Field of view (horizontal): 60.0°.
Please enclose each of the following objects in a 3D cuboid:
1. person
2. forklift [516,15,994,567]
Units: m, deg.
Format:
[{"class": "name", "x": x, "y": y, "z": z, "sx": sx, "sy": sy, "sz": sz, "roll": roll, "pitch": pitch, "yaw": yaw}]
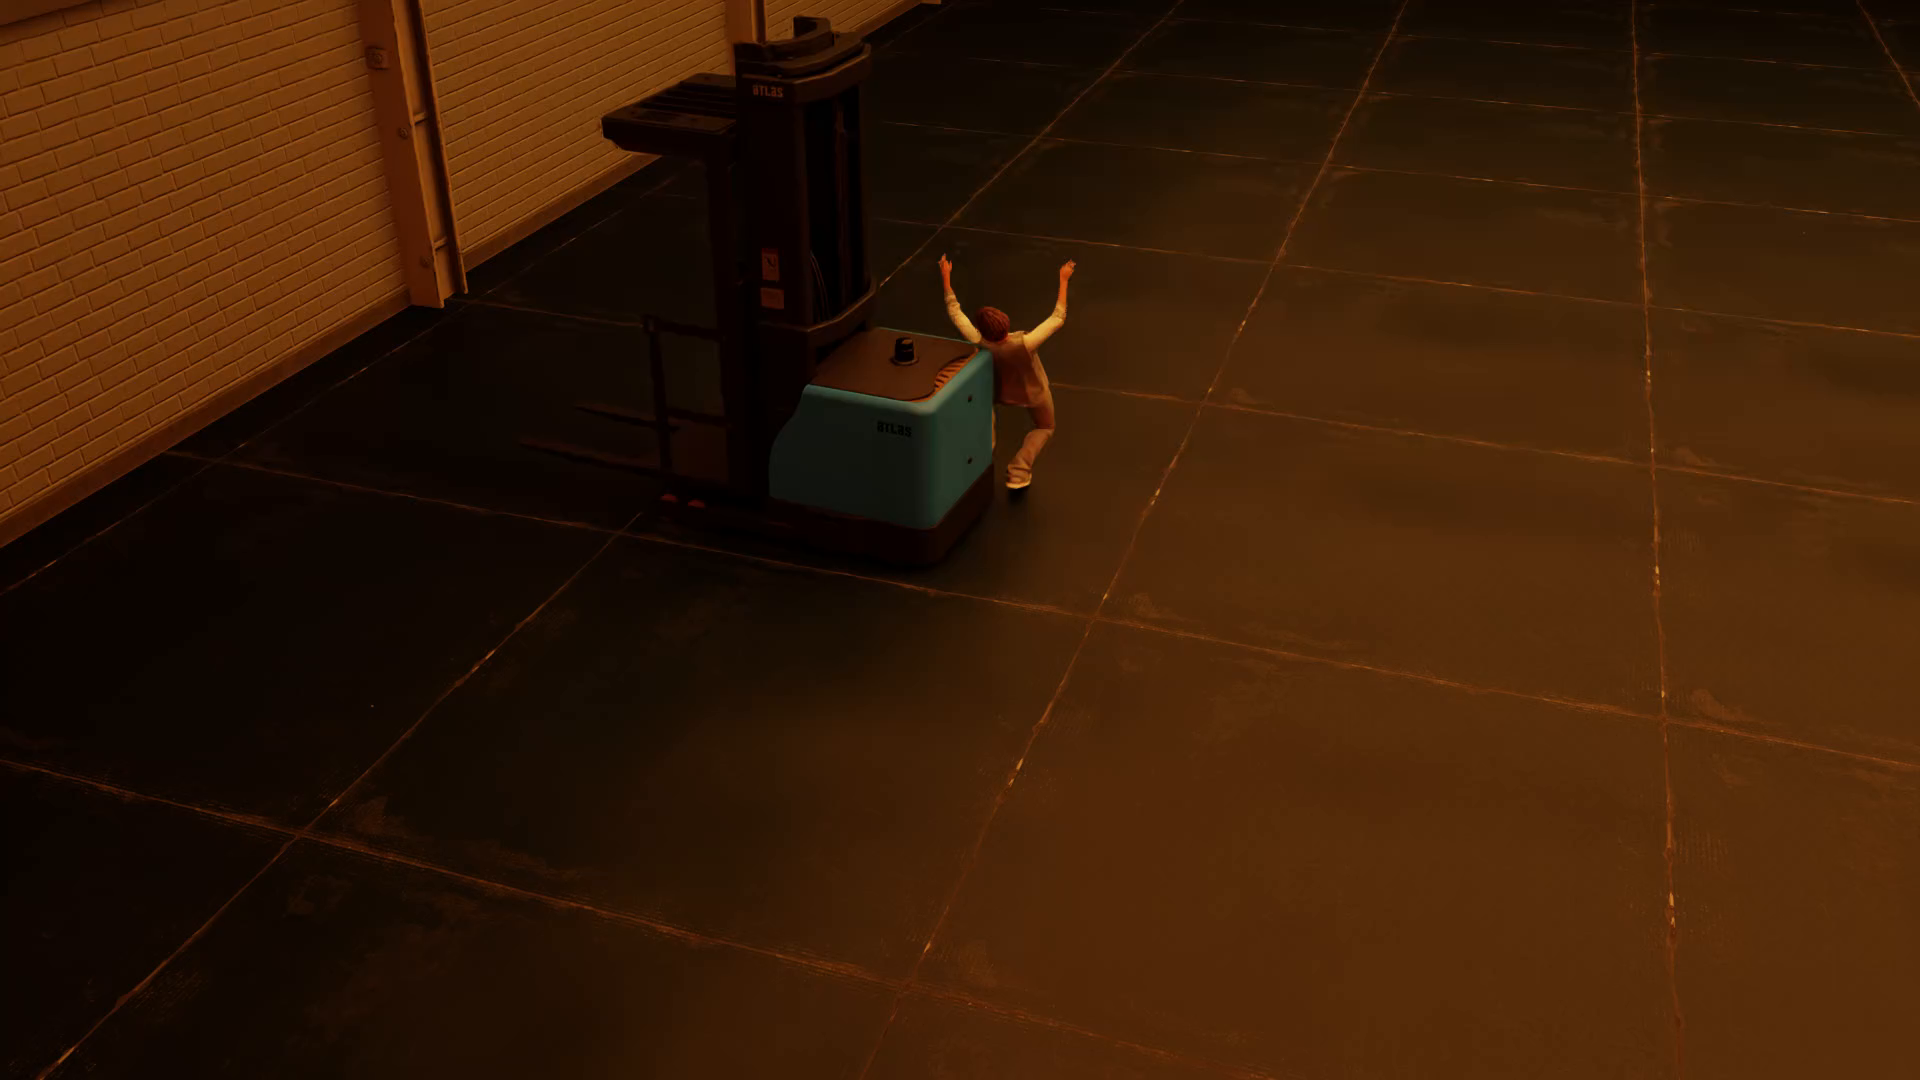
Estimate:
[{"class": "person", "x": 0.242, "y": -1.011, "z": 10.361, "sx": 0.821, "sy": 1.479, "sz": 0.666, "roll": 9, "pitch": 31, "yaw": 15}, {"class": "forklift", "x": -1.353, "y": -1.579, "z": 9.906, "sx": 3.031, "sy": 2.935, "sz": 1.130, "roll": 12, "pitch": 32, "yaw": 20}]
